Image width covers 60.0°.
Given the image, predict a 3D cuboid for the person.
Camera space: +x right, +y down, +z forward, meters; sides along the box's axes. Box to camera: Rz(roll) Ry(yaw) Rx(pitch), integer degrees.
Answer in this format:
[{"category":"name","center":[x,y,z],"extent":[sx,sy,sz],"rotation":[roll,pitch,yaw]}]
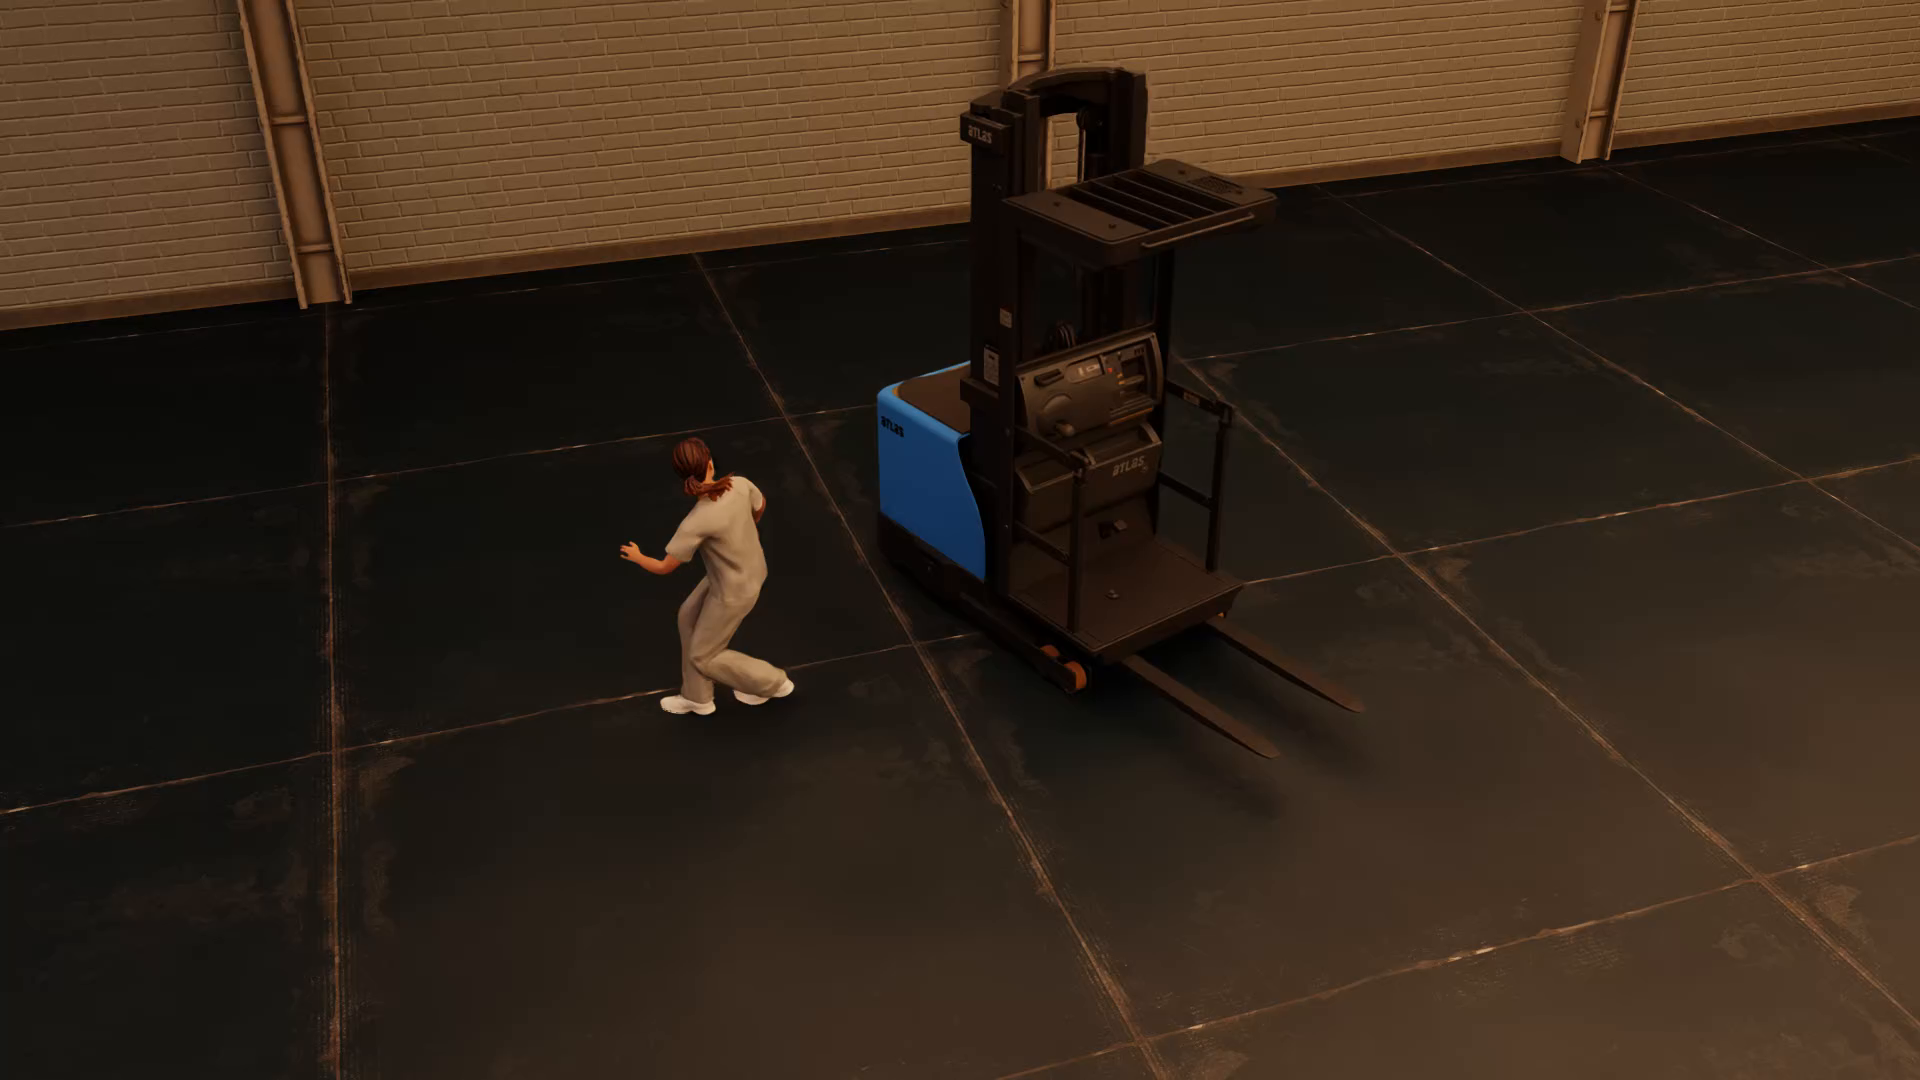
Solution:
[{"category":"person","center":[-1.233,0.151,8.233],"extent":[0.806,1.542,0.774],"rotation":[6,30,11]}]

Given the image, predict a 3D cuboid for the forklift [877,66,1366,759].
[{"category":"forklift","center":[0.808,-0.752,8.395],"extent":[1.130,2.935,3.031],"rotation":[-21,36,-32]}]
